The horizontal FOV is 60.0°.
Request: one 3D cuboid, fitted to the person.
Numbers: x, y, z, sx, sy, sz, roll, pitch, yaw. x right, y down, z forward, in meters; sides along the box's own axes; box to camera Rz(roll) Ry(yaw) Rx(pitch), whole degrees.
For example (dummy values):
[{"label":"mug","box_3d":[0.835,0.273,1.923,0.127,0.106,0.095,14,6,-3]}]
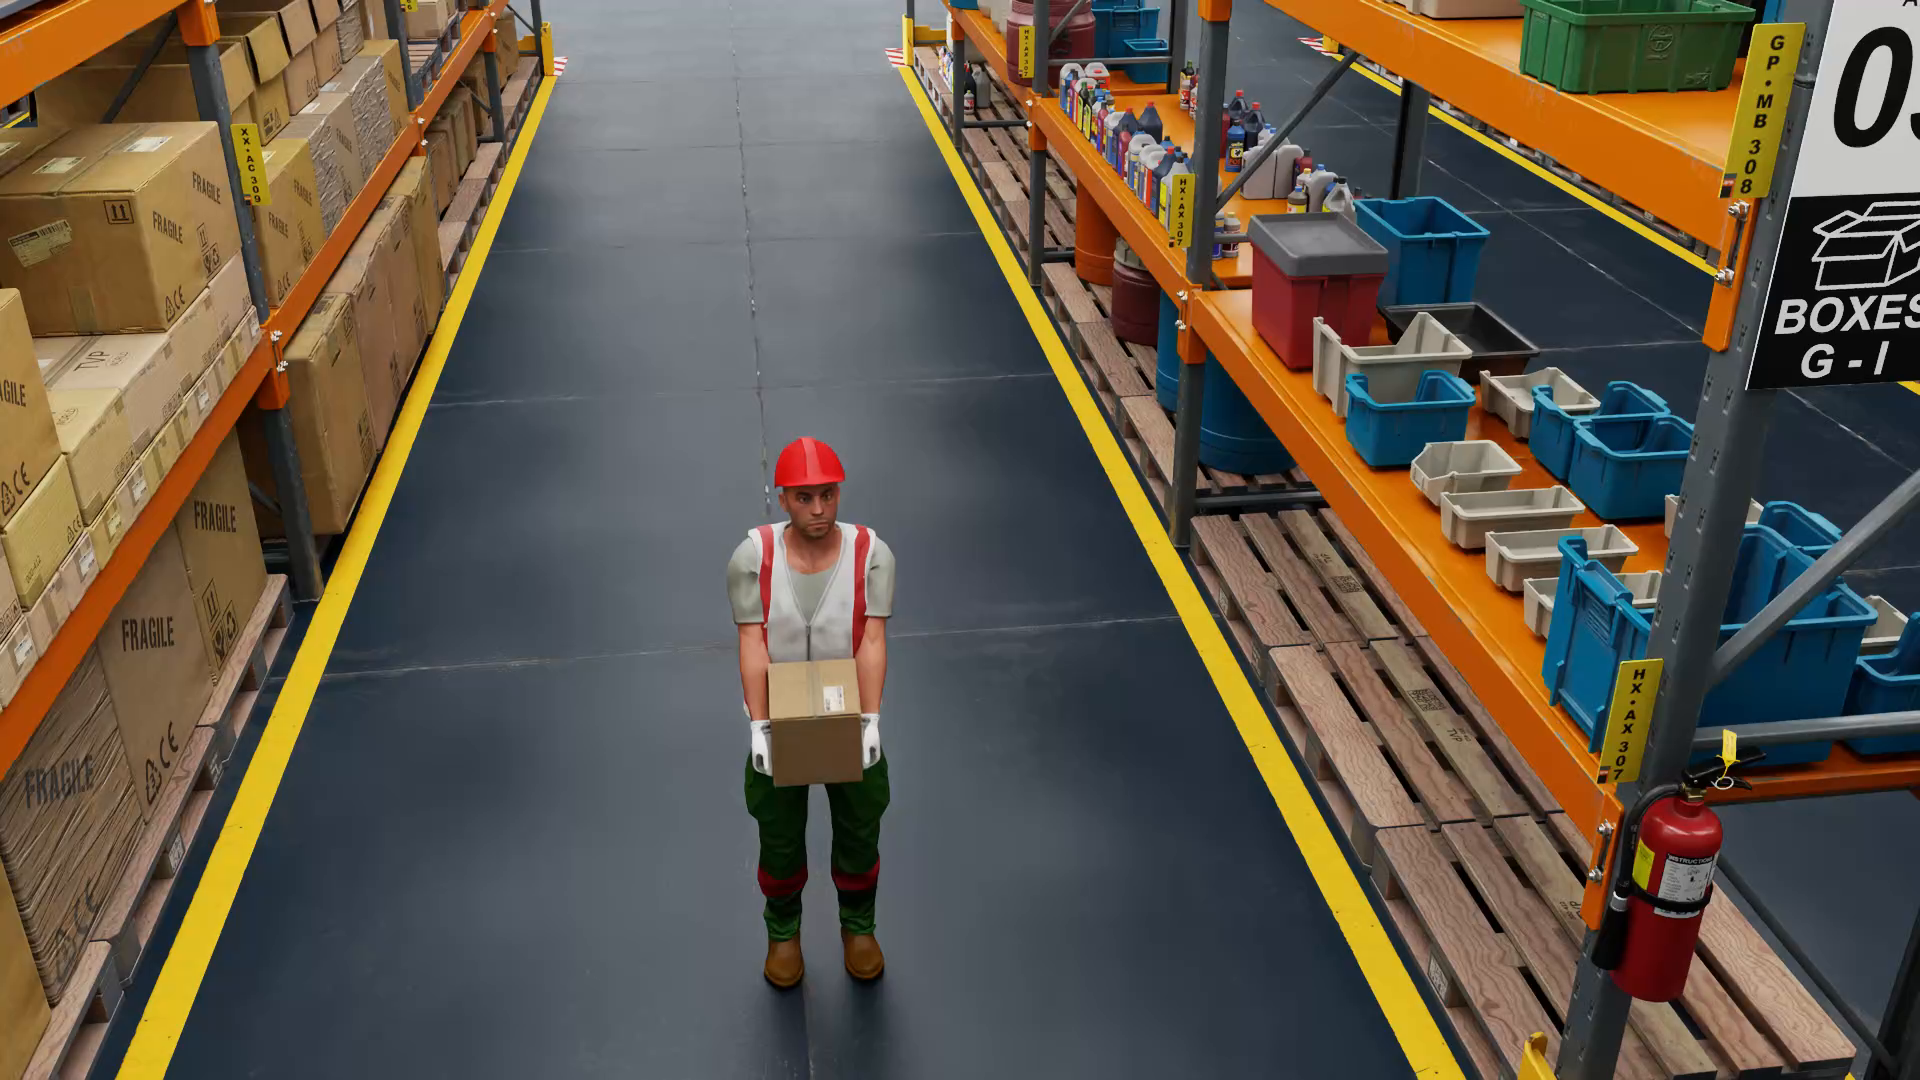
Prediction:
[{"label":"person","box_3d":[-0.417,0.584,4.946,0.494,1.782,0.560,-3,27,-6]}]
